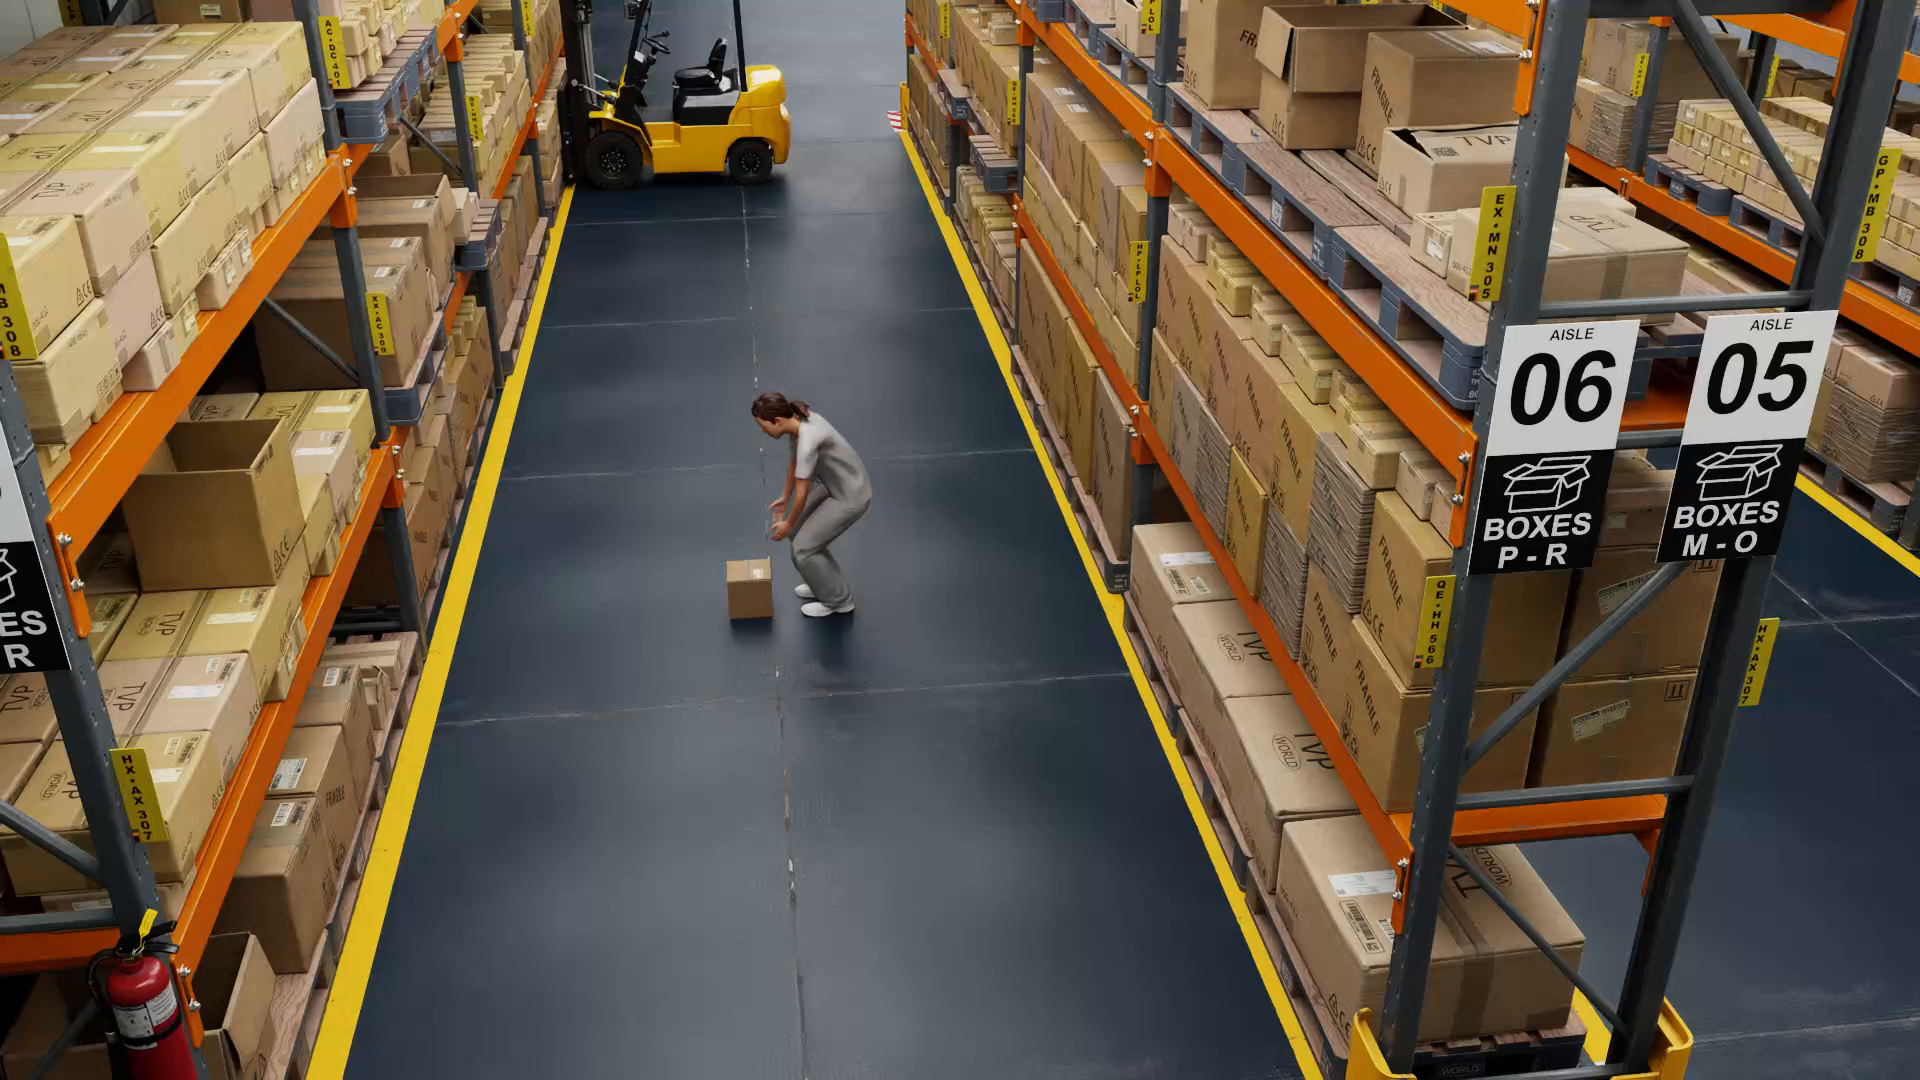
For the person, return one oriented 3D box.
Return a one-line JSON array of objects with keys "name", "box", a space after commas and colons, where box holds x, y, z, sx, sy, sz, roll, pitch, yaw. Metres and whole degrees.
[{"name": "person", "box": [-0.818, -0.217, 9.390, 0.652, 1.362, 0.491, -4, 27, -7]}]
